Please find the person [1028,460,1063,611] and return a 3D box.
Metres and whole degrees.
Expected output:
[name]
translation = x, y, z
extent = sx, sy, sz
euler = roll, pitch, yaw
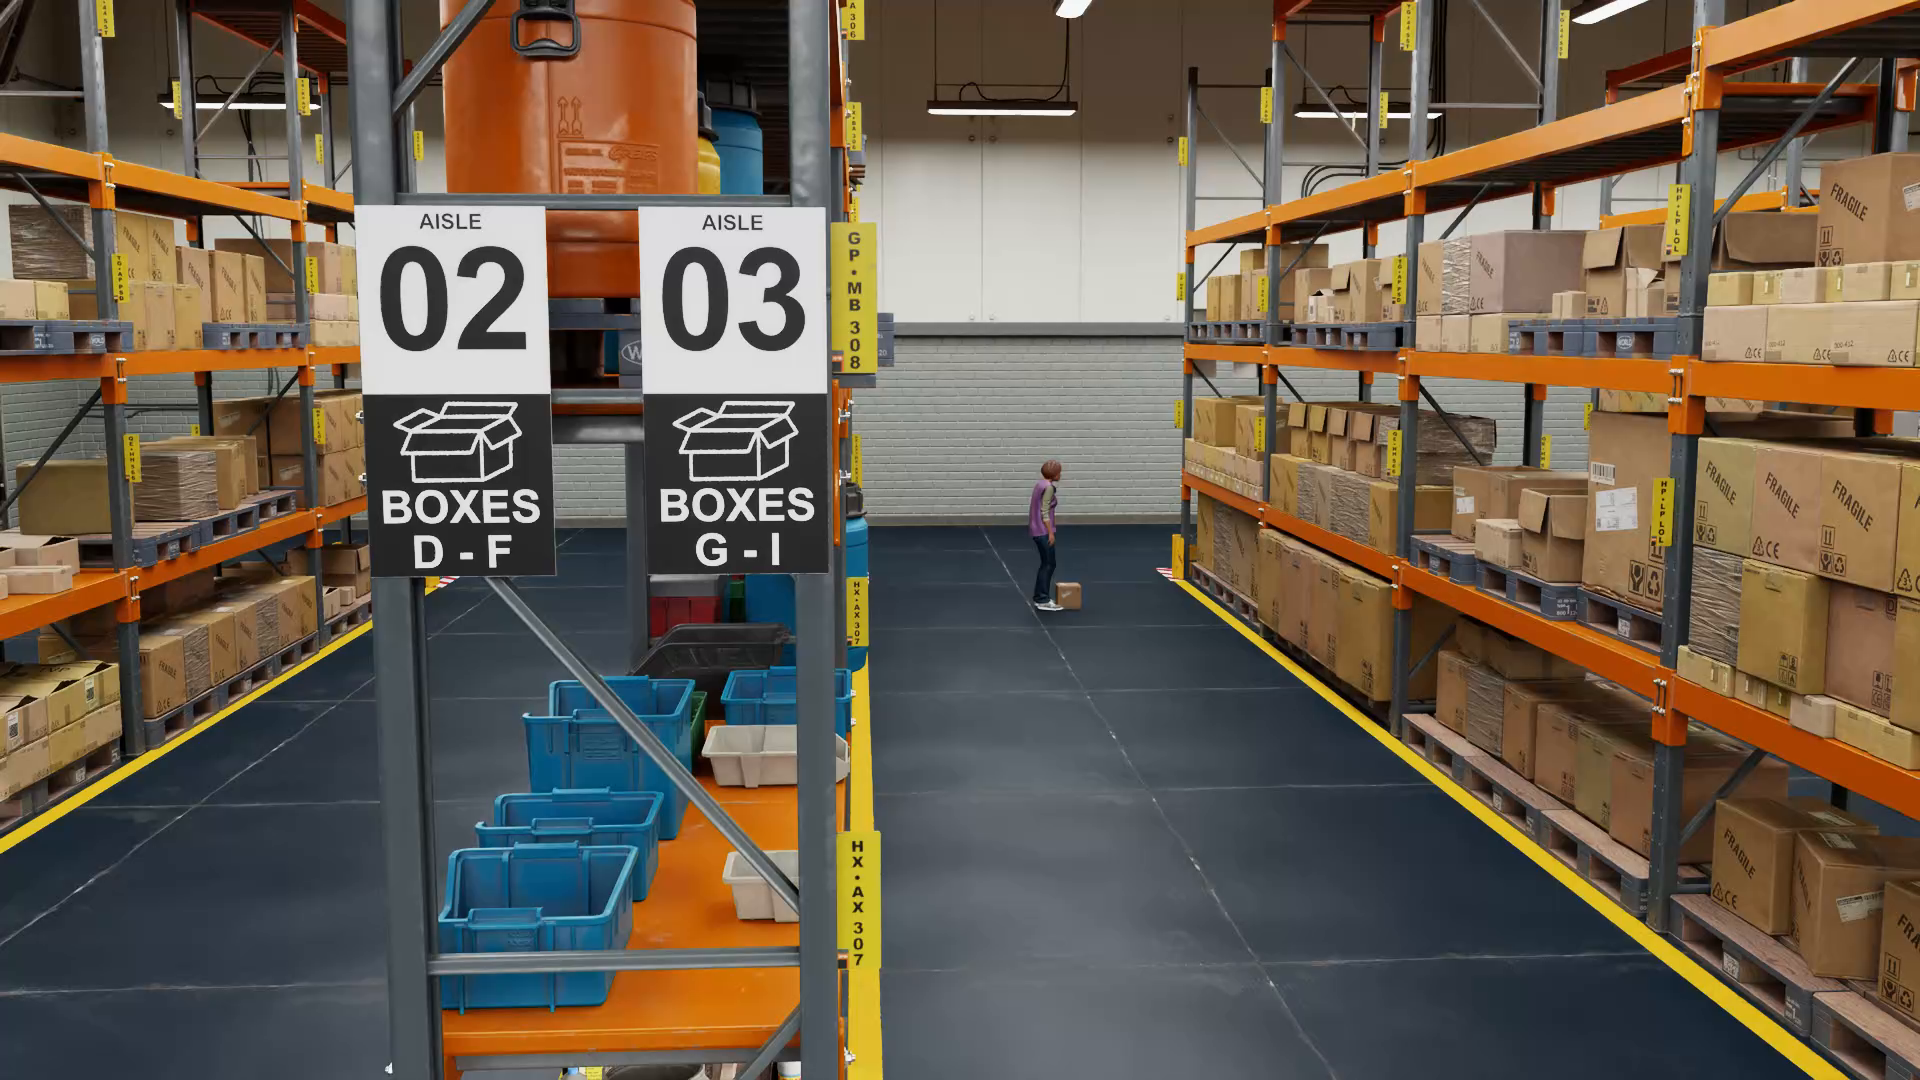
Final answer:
[person]
translation = 0.917, -0.053, 17.783
extent = 0.348, 1.580, 0.470
euler = -1, 7, -6
